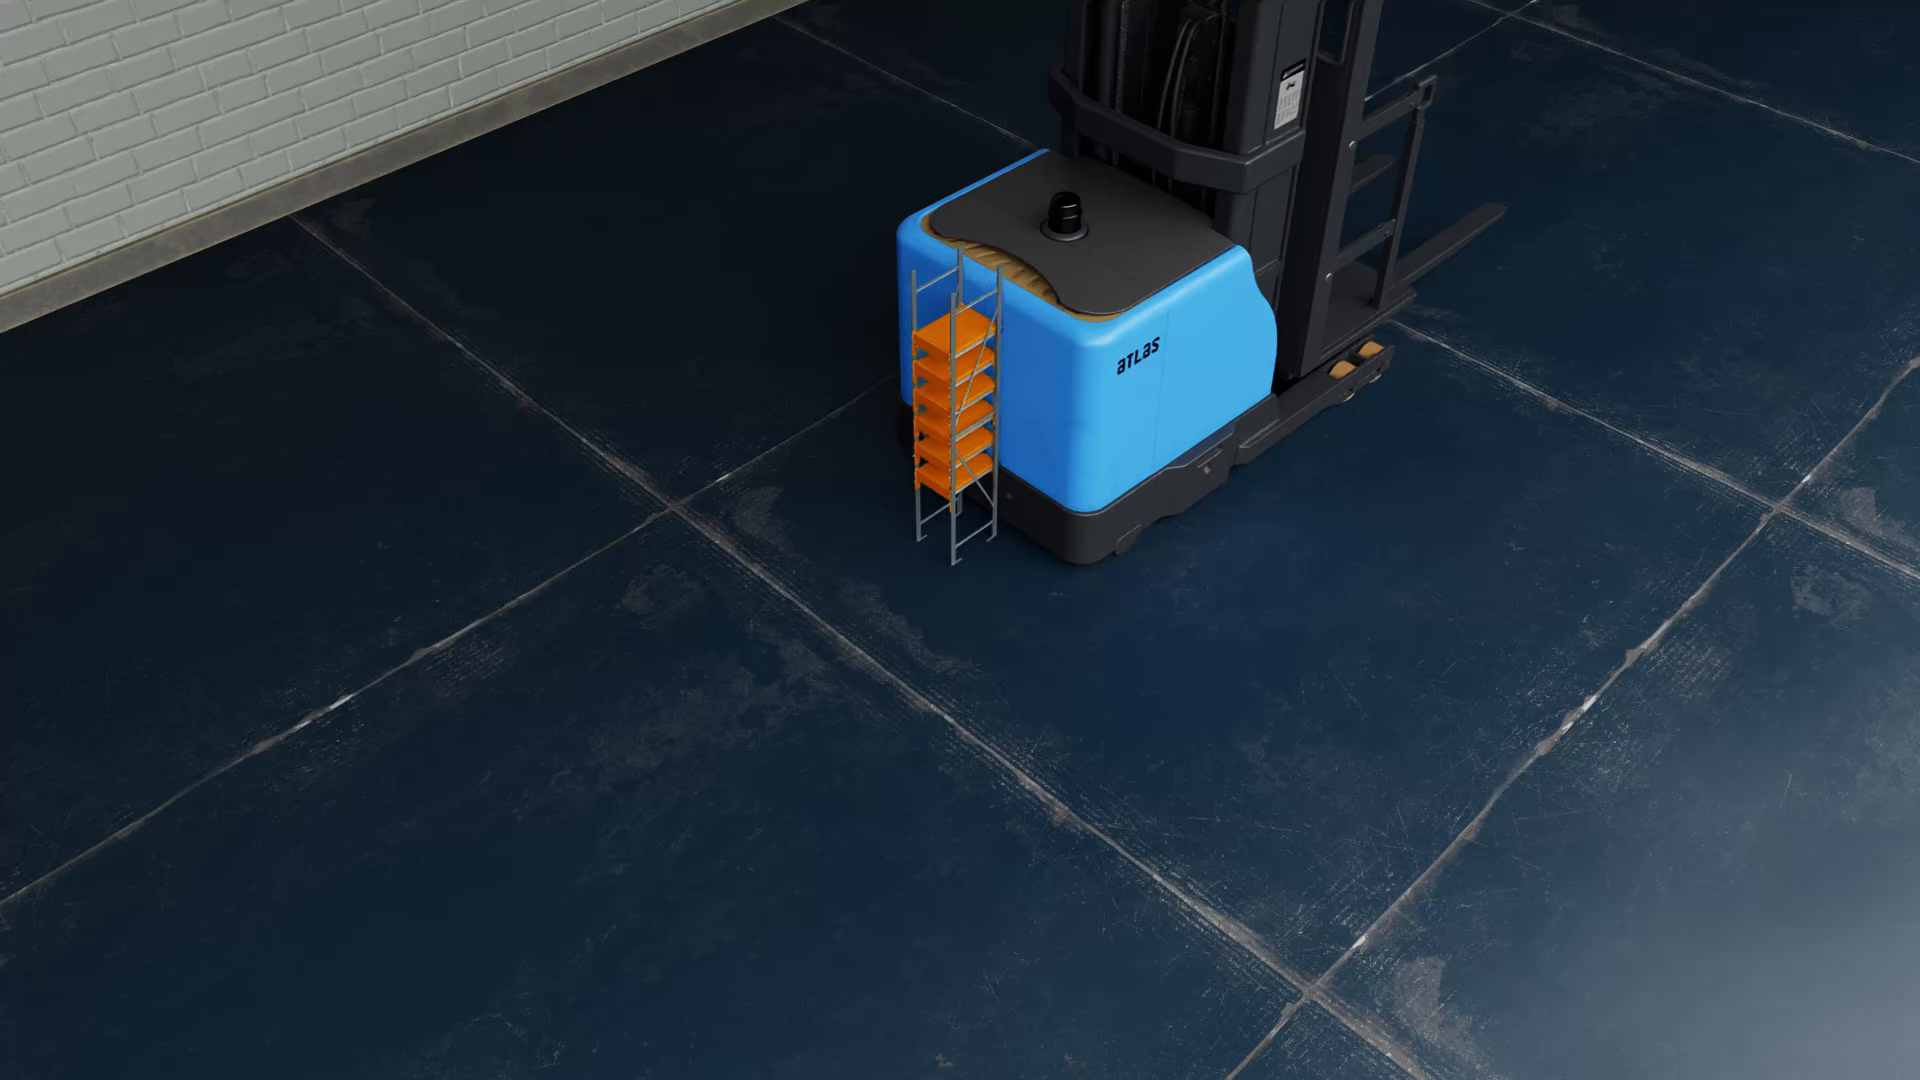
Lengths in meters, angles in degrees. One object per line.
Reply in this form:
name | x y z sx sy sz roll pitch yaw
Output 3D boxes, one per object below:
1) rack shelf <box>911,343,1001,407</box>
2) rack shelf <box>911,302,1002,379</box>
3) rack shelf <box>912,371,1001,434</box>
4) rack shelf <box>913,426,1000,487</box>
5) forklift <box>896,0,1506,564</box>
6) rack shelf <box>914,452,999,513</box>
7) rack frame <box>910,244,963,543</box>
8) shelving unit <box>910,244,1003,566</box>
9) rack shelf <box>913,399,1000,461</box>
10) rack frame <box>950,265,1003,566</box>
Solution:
rack shelf | -0.012 -0.591 5.716 0.180 0.103 0.258 34 52 31
rack shelf | -0.012 -0.679 5.635 0.180 0.103 0.258 34 52 31
rack shelf | -0.012 -0.502 5.797 0.180 0.103 0.258 34 52 31
rack shelf | -0.012 -0.326 5.960 0.180 0.103 0.258 34 52 31
forklift | 1.166 -1.875 6.119 3.031 2.935 1.130 -33 52 -31
rack shelf | -0.013 -0.237 6.041 0.180 0.103 0.258 34 52 31
rack frame | -0.077 -0.490 5.896 0.006 1.200 0.240 34 52 31
shelving unit | -0.012 -0.447 5.849 0.189 1.200 0.258 34 52 31
rack shelf | -0.012 -0.414 5.879 0.180 0.103 0.258 34 52 31
rack frame | 0.053 -0.403 5.801 0.006 1.200 0.240 34 52 31
